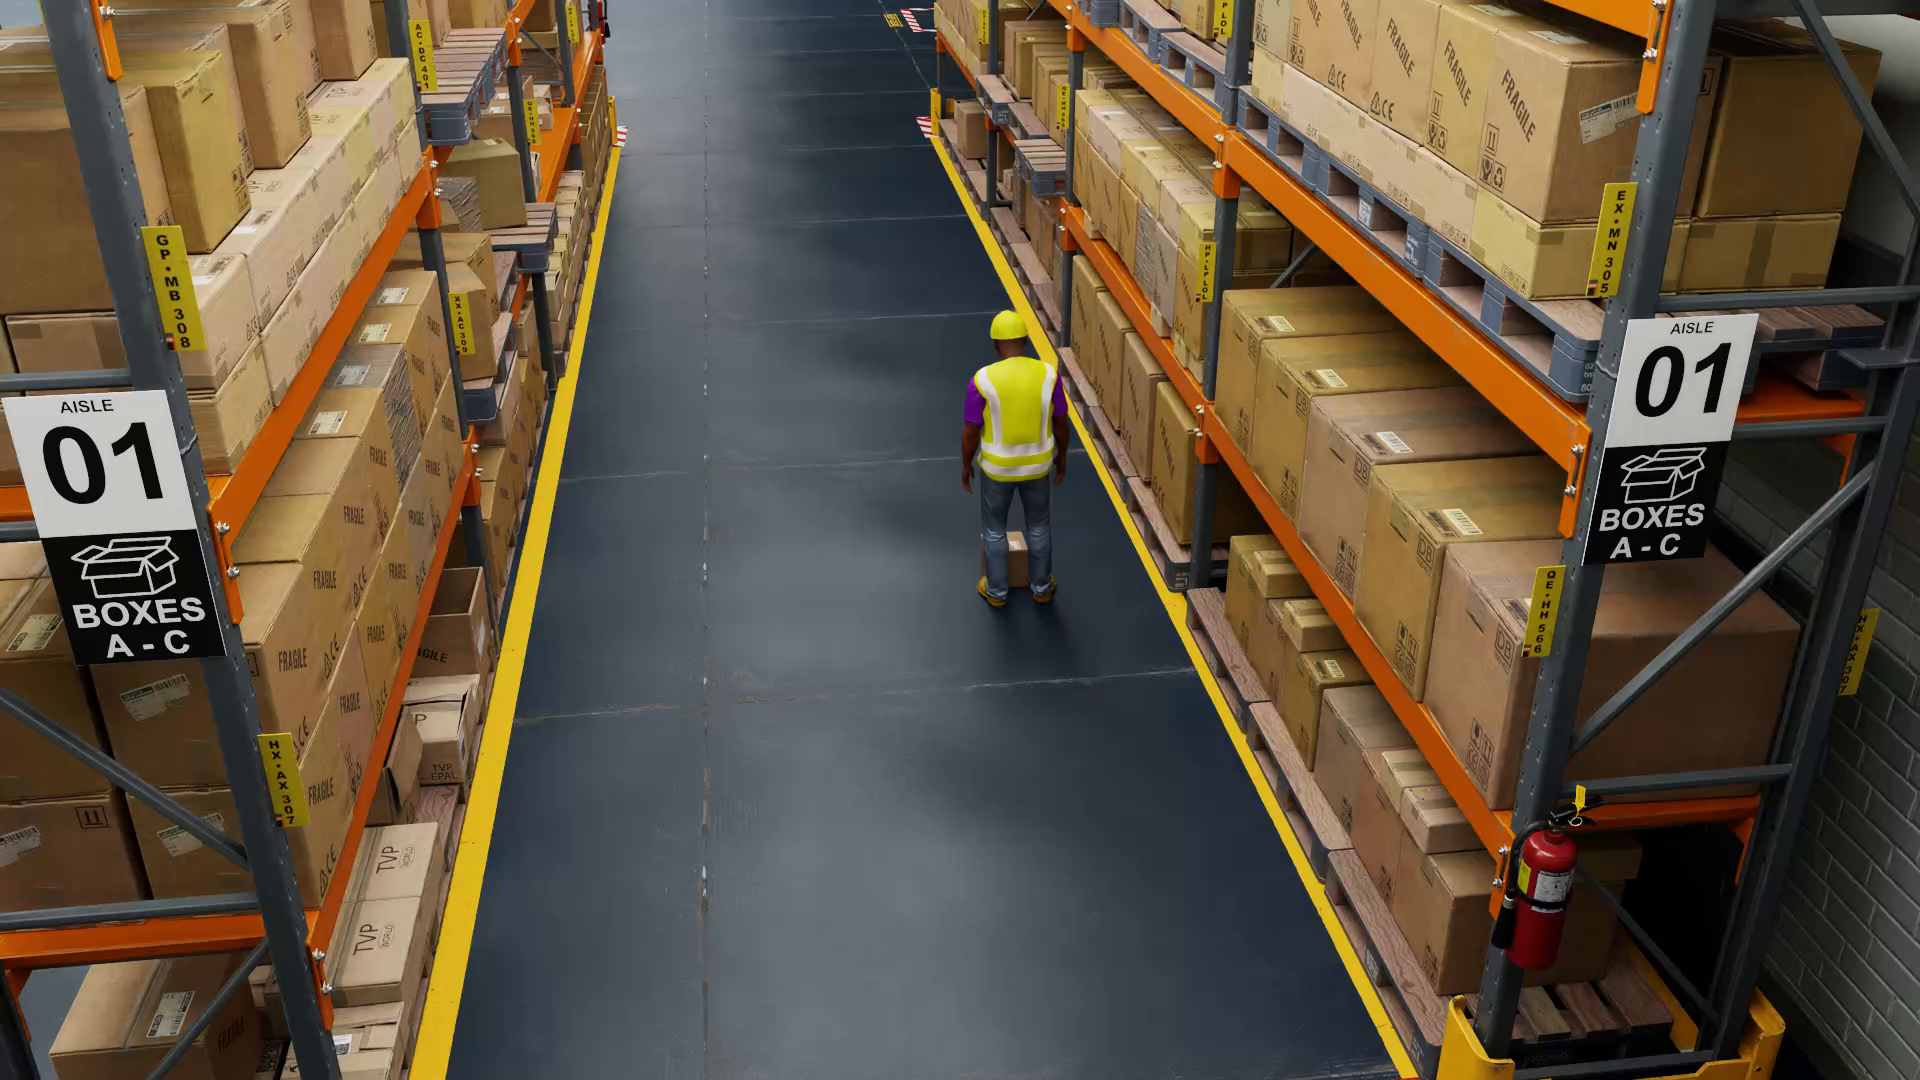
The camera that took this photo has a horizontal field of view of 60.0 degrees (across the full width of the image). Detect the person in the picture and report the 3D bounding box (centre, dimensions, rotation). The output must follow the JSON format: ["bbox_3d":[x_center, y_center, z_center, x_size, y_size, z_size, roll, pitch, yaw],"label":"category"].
[{"bbox_3d":[0.307,-0.448,9.479,0.626,1.759,0.463,-5,27,-9],"label":"person"}]
